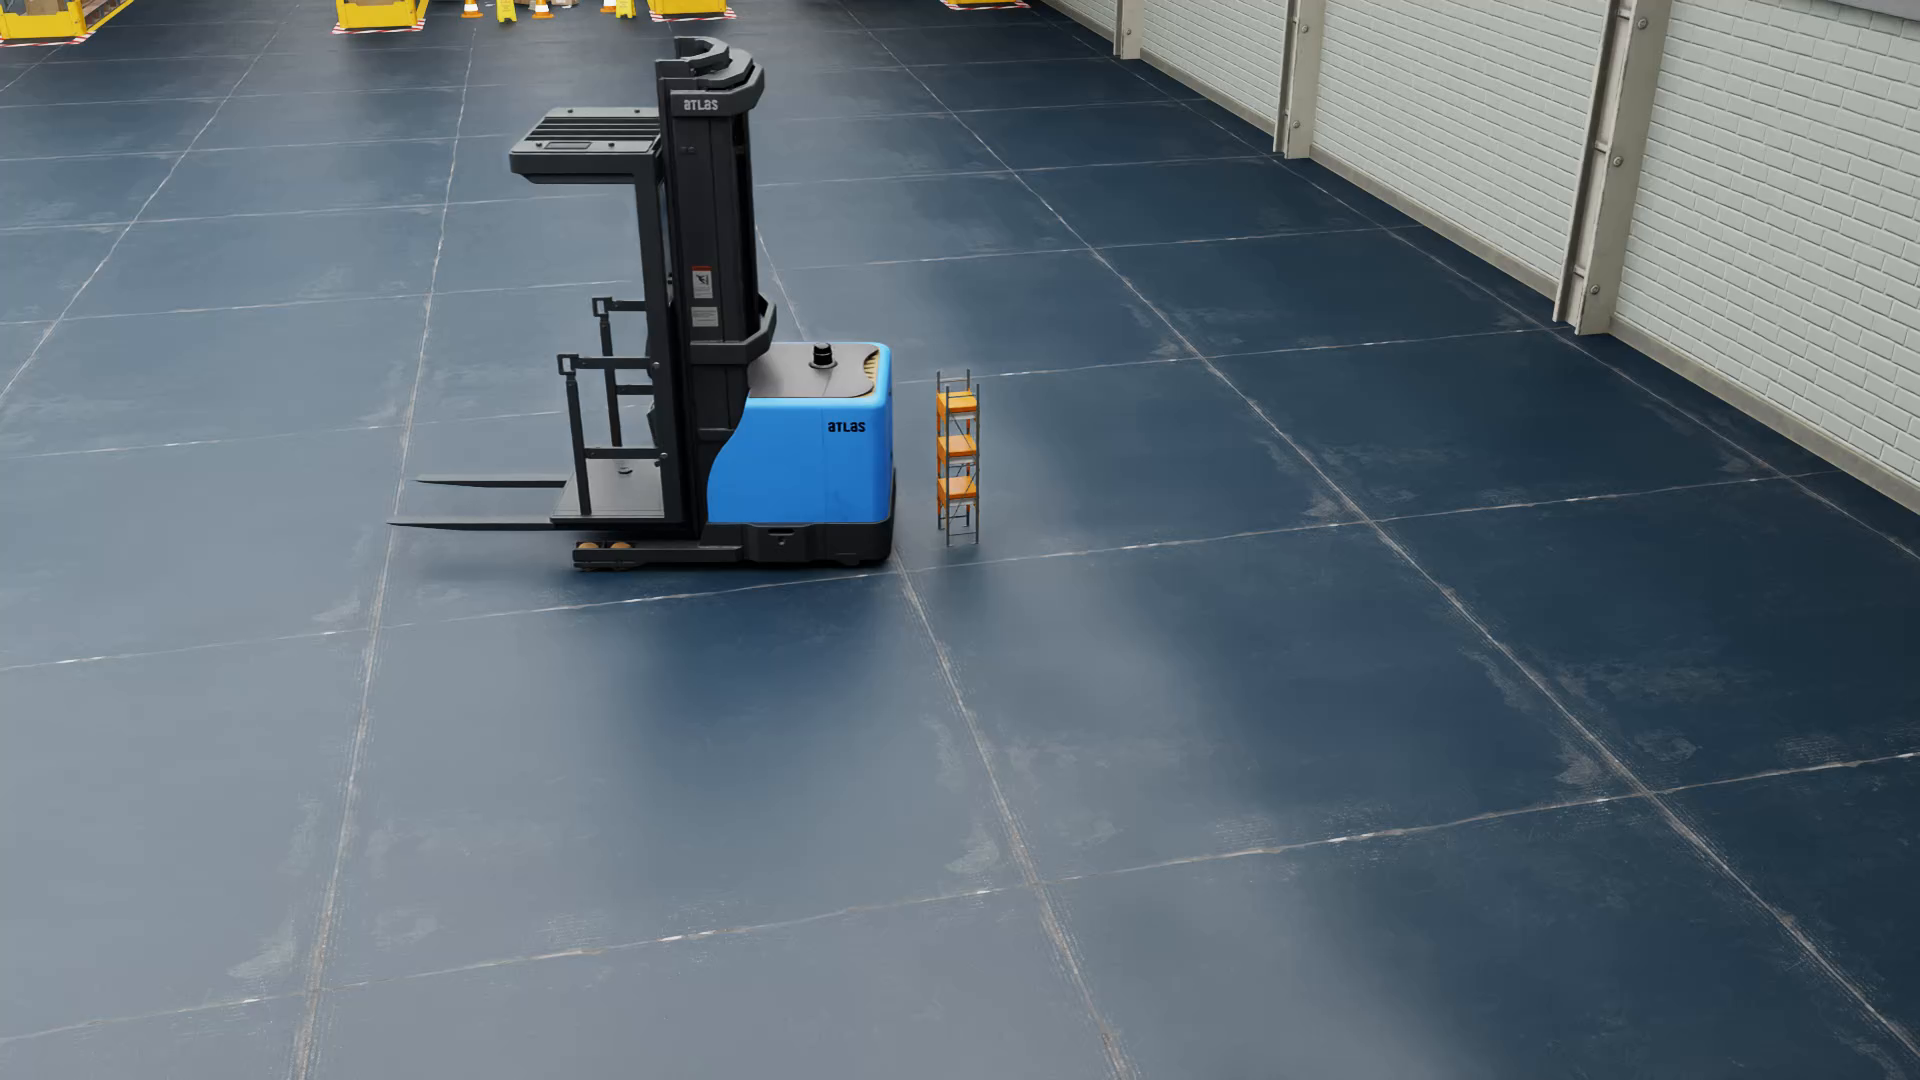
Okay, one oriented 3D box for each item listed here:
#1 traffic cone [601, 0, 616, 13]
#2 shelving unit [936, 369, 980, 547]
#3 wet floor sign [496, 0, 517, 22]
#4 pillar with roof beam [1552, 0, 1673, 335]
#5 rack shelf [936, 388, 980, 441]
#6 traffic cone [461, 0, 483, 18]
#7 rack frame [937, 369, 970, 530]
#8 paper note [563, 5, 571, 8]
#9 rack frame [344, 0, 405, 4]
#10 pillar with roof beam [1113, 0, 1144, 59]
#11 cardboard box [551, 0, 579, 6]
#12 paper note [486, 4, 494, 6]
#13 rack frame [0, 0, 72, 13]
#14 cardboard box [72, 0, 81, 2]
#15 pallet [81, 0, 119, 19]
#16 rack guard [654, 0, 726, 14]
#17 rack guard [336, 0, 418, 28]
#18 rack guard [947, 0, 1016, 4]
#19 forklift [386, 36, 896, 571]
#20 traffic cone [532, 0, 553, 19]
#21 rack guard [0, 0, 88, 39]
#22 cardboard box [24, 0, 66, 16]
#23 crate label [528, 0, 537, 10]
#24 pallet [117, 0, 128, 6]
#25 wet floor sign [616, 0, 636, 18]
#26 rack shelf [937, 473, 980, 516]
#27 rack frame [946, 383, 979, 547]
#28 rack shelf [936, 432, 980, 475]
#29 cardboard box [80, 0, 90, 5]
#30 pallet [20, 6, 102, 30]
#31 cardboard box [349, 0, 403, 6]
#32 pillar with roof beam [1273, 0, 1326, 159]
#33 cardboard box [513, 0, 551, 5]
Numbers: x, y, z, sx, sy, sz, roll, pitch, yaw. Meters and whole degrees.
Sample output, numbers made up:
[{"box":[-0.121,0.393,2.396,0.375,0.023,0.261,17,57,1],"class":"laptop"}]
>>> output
[{"box":[-5.823,-9.036,27.639,0.336,0.463,0.334,-6,27,-12],"class":"traffic cone"},{"box":[-0.012,-0.492,10.060,0.215,1.050,0.252,-6,27,-12],"class":"shelving unit"},{"box":[-7.334,-8.701,26.772,0.267,0.644,0.232,-11,29,-20],"class":"wet floor sign"},{"box":[0.949,-5.352,10.868,9.100,9.000,0.400,-6,27,-12],"class":"pillar with roof beam"},{"box":[-0.012,-0.736,9.937,0.215,0.259,0.240,-6,27,-12],"class":"rack shelf"},{"box":[-8.006,-8.808,27.188,0.336,0.463,0.334,-6,27,-12],"class":"traffic cone"},{"box":[-0.040,-0.546,10.166,0.200,1.050,0.008,-6,27,-12],"class":"rack frame"},{"box":[-6.622,-8.998,28.043,0.148,0.019,0.142,-16,31,-29],"class":"paper note"},{"box":[-9.269,-9.564,25.869,1.000,3.000,0.127,-6,27,-12],"class":"rack frame"},{"box":[-1.755,-10.621,21.305,9.100,9.000,0.400,-6,27,-12],"class":"pillar with roof beam"},{"box":[-6.733,-9.208,28.328,0.380,0.149,0.250,8,28,15],"class":"cardboard box"},{"box":[-7.959,-9.080,28.207,0.144,0.017,0.142,3,27,6],"class":"paper note"},{"box":[-14.125,-9.104,24.959,1.000,3.000,0.127,-6,27,-12],"class":"rack frame"},{"box":[-14.417,-8.711,26.487,0.500,0.500,0.500,1,27,2],"class":"cardboard box"},{"box":[-14.562,-8.788,27.426,1.003,0.211,1.213,-6,27,-12],"class":"pallet"},{"box":[-4.487,-9.028,27.582,1.175,0.500,0.348,-6,27,-12],"class":"rack guard"},{"box":[-9.264,-8.437,26.411,1.175,0.500,0.348,-6,27,-12],"class":"rack guard"},{"box":[0.371,-9.490,28.497,1.175,0.500,0.348,-6,27,-12],"class":"rack guard"},{"box":[-1.928,-1.363,9.698,3.031,2.935,1.130,0,27,0],"class":"forklift"},{"box":[-6.828,-8.774,27.120,0.336,0.463,0.334,-6,27,-12],"class":"traffic cone"},{"box":[-14.142,-8.022,25.588,1.175,0.500,0.348,-6,27,-12],"class":"rack guard"},{"box":[-14.249,-8.452,25.974,0.500,0.500,0.500,-1,27,-2],"class":"cardboard box"},{"box":[-7.066,-8.967,27.864,0.250,0.136,0.298,-23,35,-38],"class":"crate label"},{"box":[-14.840,-9.324,28.489,1.003,0.211,1.213,-6,27,-12],"class":"pallet"},{"box":[-5.469,-8.868,27.103,0.267,0.644,0.232,3,27,6],"class":"wet floor sign"},{"box":[-0.012,-0.235,10.190,0.215,0.259,0.240,-6,27,-12],"class":"rack shelf"},{"box":[0.015,-0.439,9.954,0.200,1.050,0.008,-6,27,-12],"class":"rack frame"},{"box":[-0.012,-0.483,10.065,0.215,0.259,0.240,-6,27,-12],"class":"rack shelf"},{"box":[-14.540,-8.987,27.035,0.500,0.500,0.500,-3,27,-7],"class":"cardboard box"},{"box":[-14.290,-8.253,26.367,1.003,0.211,1.213,-6,27,-12],"class":"pallet"},{"box":[-9.487,-9.094,26.829,0.875,0.875,0.875,-6,27,-11],"class":"cardboard box"},{"box":[-0.403,-7.987,16.086,9.100,9.000,0.400,-6,27,-12],"class":"pillar with roof beam"},{"box":[-7.332,-9.510,28.533,0.637,0.503,0.797,19,32,32],"class":"cardboard box"}]
